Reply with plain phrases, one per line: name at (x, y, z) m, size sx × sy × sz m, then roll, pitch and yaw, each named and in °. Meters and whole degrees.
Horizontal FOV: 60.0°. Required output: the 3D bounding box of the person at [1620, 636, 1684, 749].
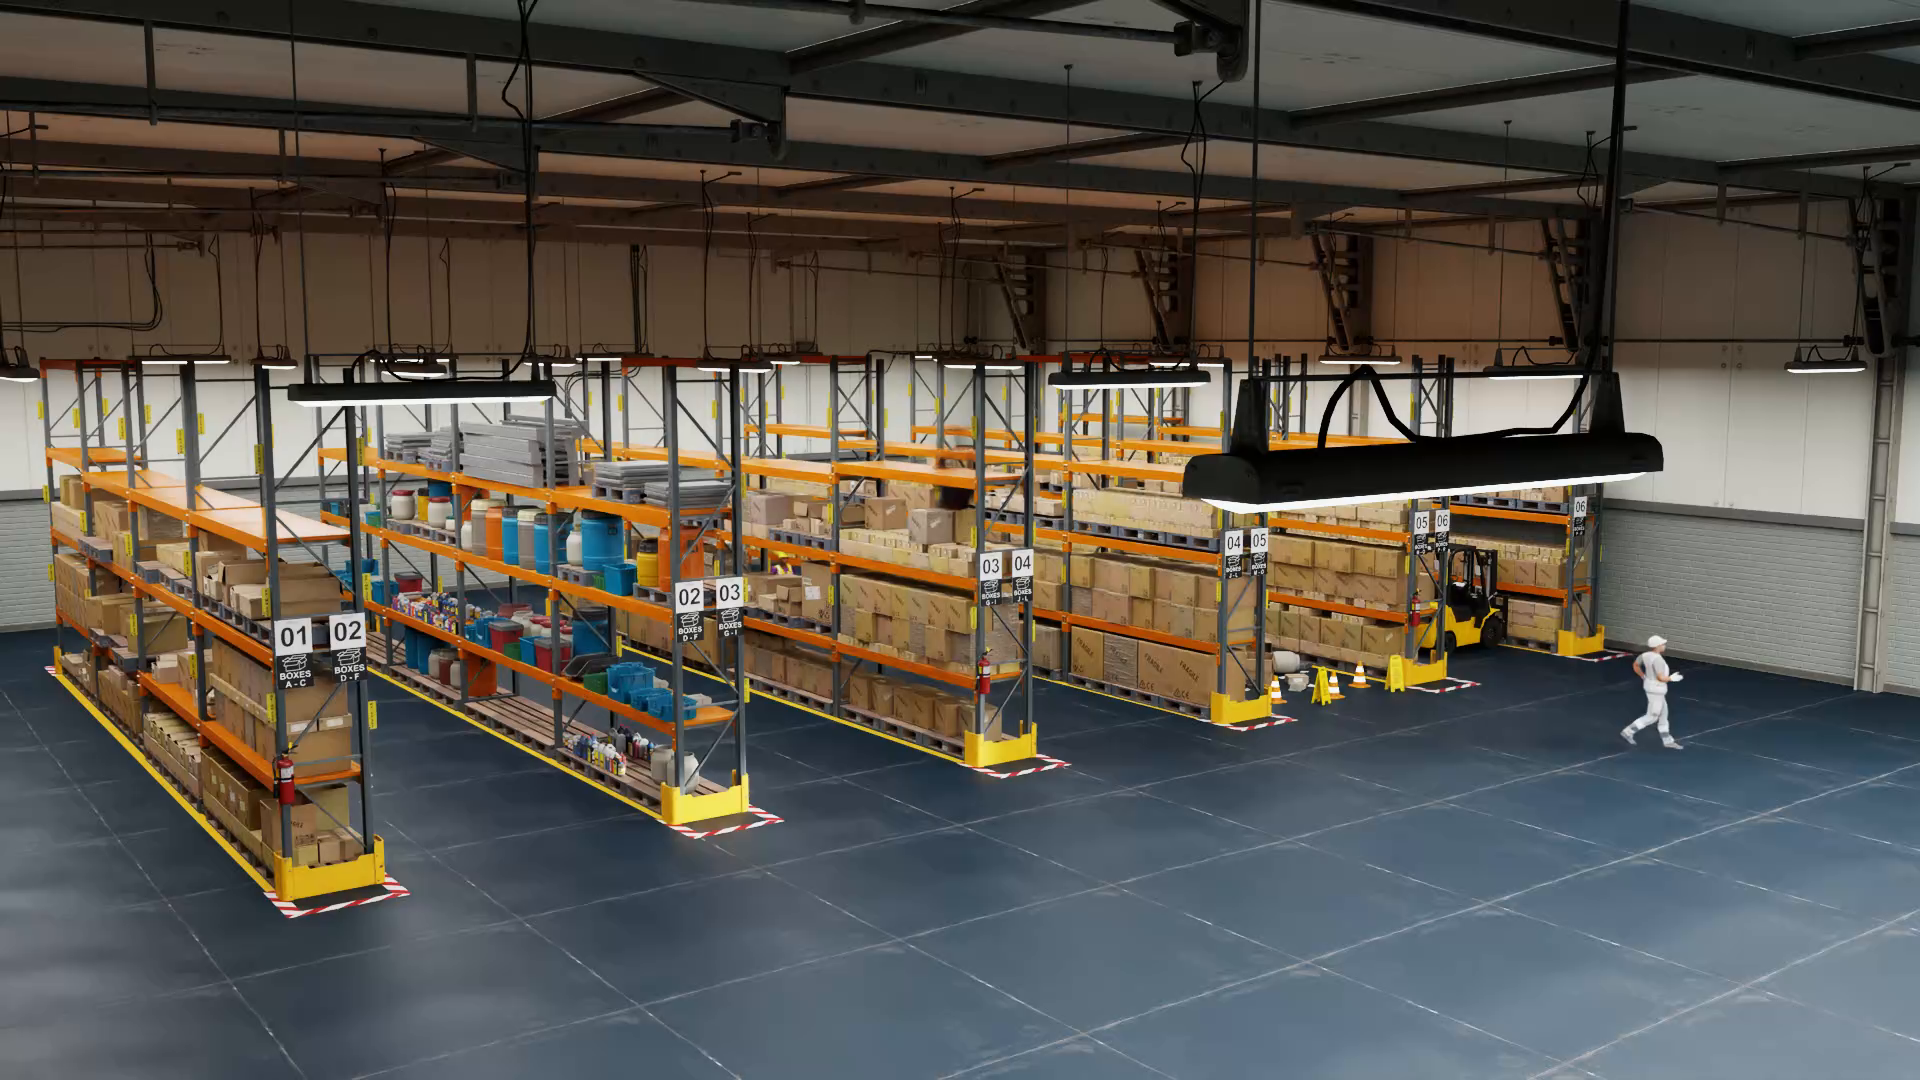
person at (10.688, 2.354, 25.592) m, size 0.987 × 1.786 × 0.656 m, roll 1°, pitch 7°, yaw 6°

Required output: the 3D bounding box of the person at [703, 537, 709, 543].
person at (-6.081, 0.768, 39.463) m, size 0.720 × 1.689 × 0.749 m, roll -1°, pitch 7°, yaw -6°

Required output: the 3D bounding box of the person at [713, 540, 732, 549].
person at (-5.974, 0.532, 41.208) m, size 0.820 × 1.723 × 0.718 m, roll -6°, pitch 9°, yaw -42°

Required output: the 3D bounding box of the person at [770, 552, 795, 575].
person at (-3.820, 1.129, 36.344) m, size 0.711 × 1.737 × 0.811 m, roll -4°, pitch 8°, yaw -33°
